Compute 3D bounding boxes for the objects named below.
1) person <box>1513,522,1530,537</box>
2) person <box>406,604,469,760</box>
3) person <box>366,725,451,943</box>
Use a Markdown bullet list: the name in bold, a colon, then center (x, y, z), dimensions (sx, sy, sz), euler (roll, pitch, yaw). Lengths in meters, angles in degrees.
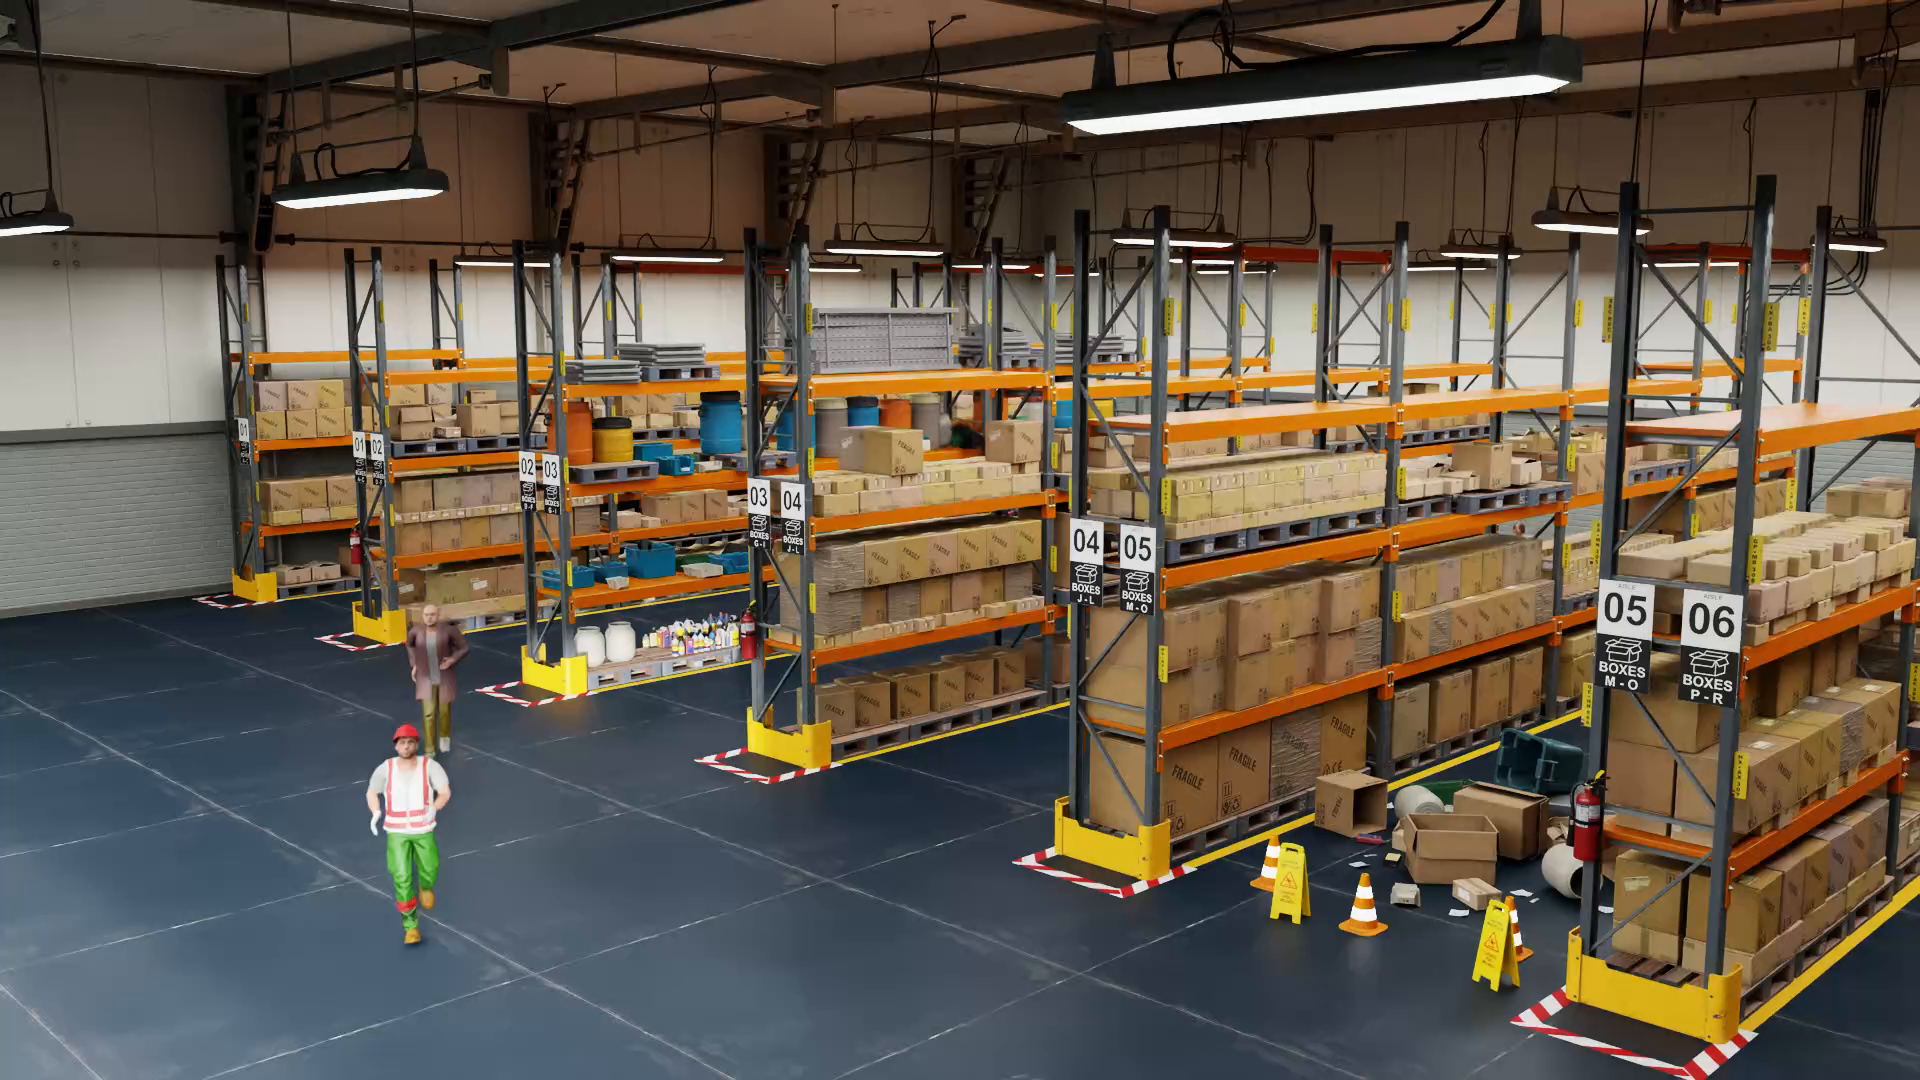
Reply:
- **person**: center (9.391, 0.466, 27.856), dimensions (0.595, 1.558, 0.560), euler (-8, 11, -43)
- **person**: center (-5.924, 1.613, 18.891), dimensions (0.695, 1.825, 0.915), euler (-2, 8, -13)
- **person**: center (-4.521, 2.379, 13.665), dimensions (0.663, 1.749, 0.751), euler (-2, 8, -16)
